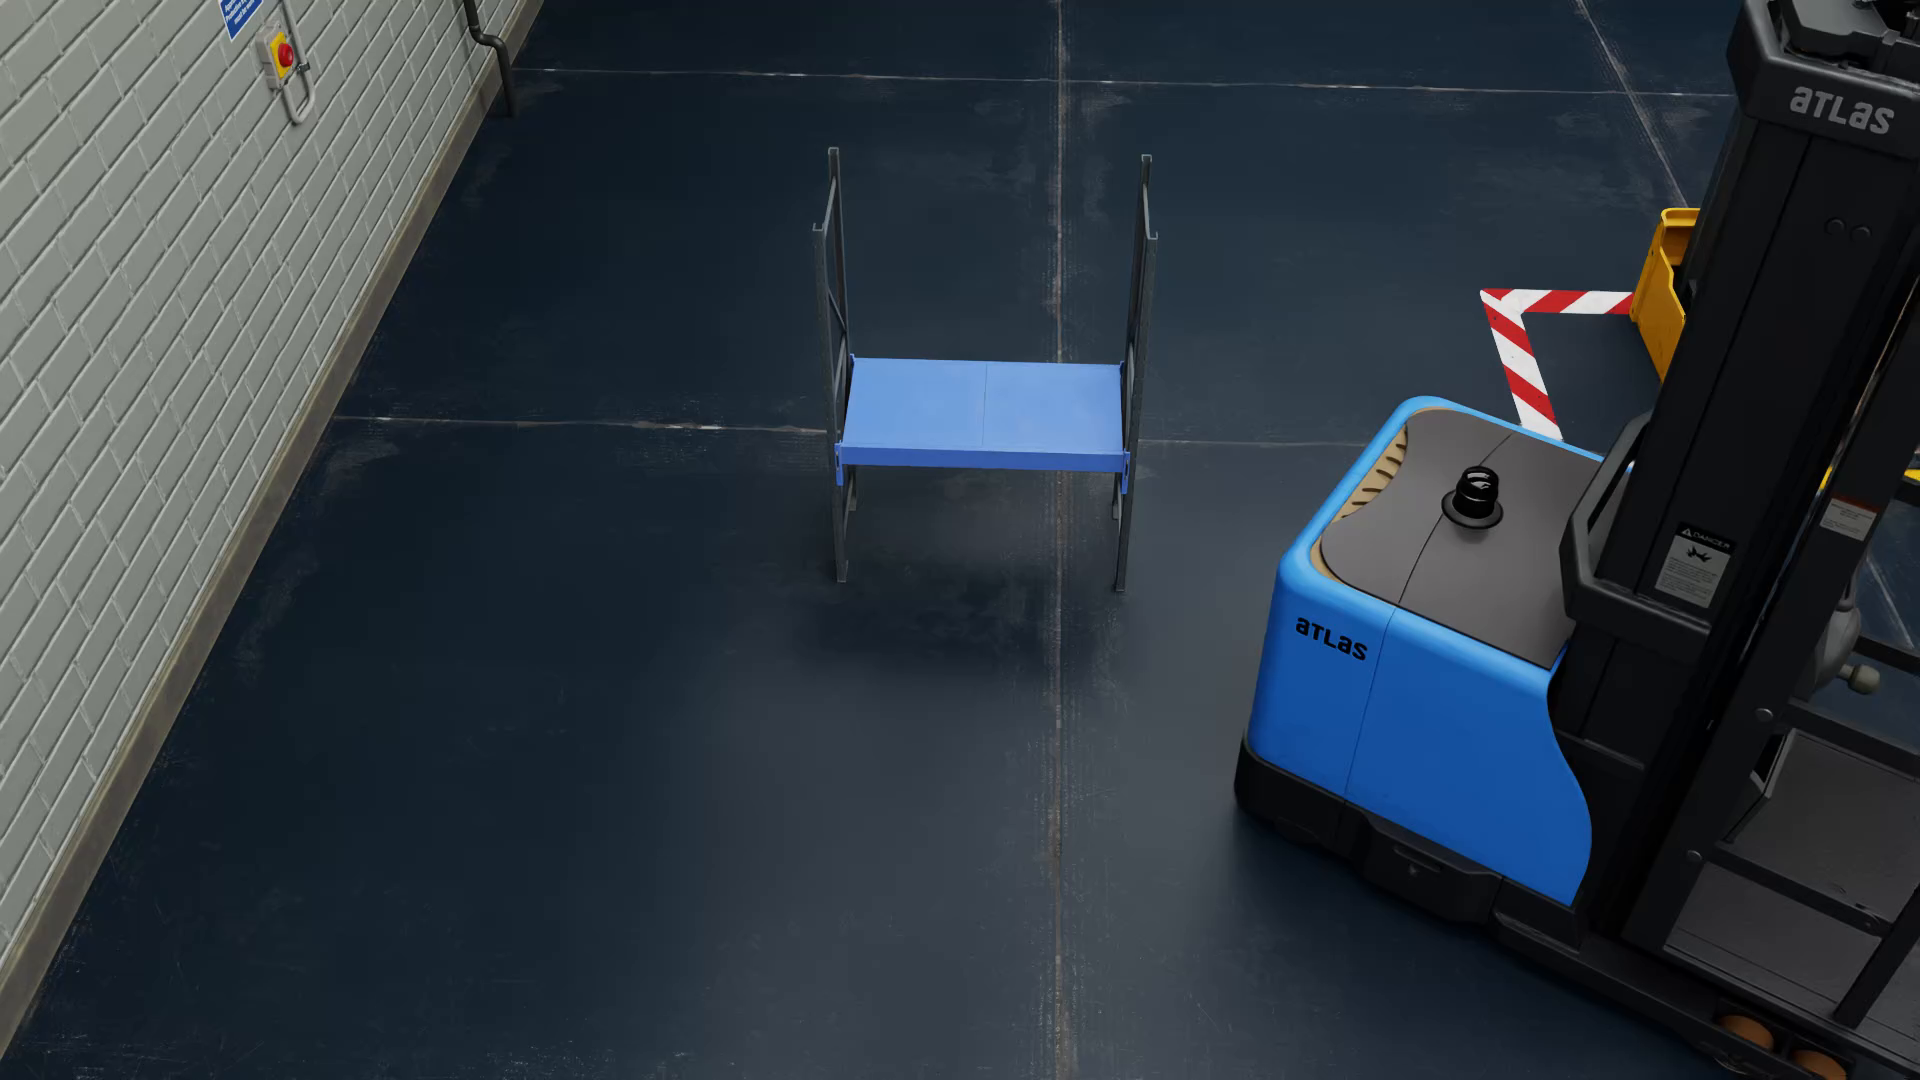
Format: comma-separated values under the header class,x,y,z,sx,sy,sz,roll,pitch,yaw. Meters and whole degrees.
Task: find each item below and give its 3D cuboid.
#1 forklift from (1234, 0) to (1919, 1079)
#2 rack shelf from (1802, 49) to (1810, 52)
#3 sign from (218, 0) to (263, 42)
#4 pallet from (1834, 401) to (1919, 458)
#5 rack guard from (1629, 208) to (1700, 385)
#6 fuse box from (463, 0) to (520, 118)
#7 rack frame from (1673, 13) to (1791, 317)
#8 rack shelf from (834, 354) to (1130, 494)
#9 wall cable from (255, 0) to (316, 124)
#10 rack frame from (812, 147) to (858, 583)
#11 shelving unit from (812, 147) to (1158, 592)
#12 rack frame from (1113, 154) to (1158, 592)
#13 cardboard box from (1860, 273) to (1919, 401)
class,x,y,z,sx,sy,sz,roll,pitch,yaw
forklift,2.380,0.073,4.021,3.031,2.935,1.130,25,48,24
rack shelf,5.115,-1.407,6.087,4.000,0.370,1.077,2,43,2
sign,-2.581,-1.957,5.951,0.001,0.218,0.327,2,43,2
pallet,3.919,-0.740,6.889,1.213,0.211,1.003,2,43,2
rack guard,3.093,-0.818,6.761,0.348,0.500,1.175,2,43,2
fuse box,-2.277,-2.843,8.047,0.414,1.711,0.539,2,43,2
rack frame,3.117,-1.732,5.908,0.127,3.000,1.000,2,43,2
rack shelf,0.085,-0.415,5.859,1.000,0.185,0.538,2,43,2
wall cable,-2.517,-2.272,5.720,0.123,1.953,0.585,2,43,2
rack frame,-0.423,-0.562,5.753,0.032,1.500,0.500,2,43,2
shelving unit,0.085,-0.546,5.736,1.048,1.500,0.538,2,43,2
rack frame,0.593,-0.531,5.719,0.032,1.500,0.500,2,43,2
cardboard box,3.780,-0.996,6.690,0.875,0.438,0.875,0,43,0
